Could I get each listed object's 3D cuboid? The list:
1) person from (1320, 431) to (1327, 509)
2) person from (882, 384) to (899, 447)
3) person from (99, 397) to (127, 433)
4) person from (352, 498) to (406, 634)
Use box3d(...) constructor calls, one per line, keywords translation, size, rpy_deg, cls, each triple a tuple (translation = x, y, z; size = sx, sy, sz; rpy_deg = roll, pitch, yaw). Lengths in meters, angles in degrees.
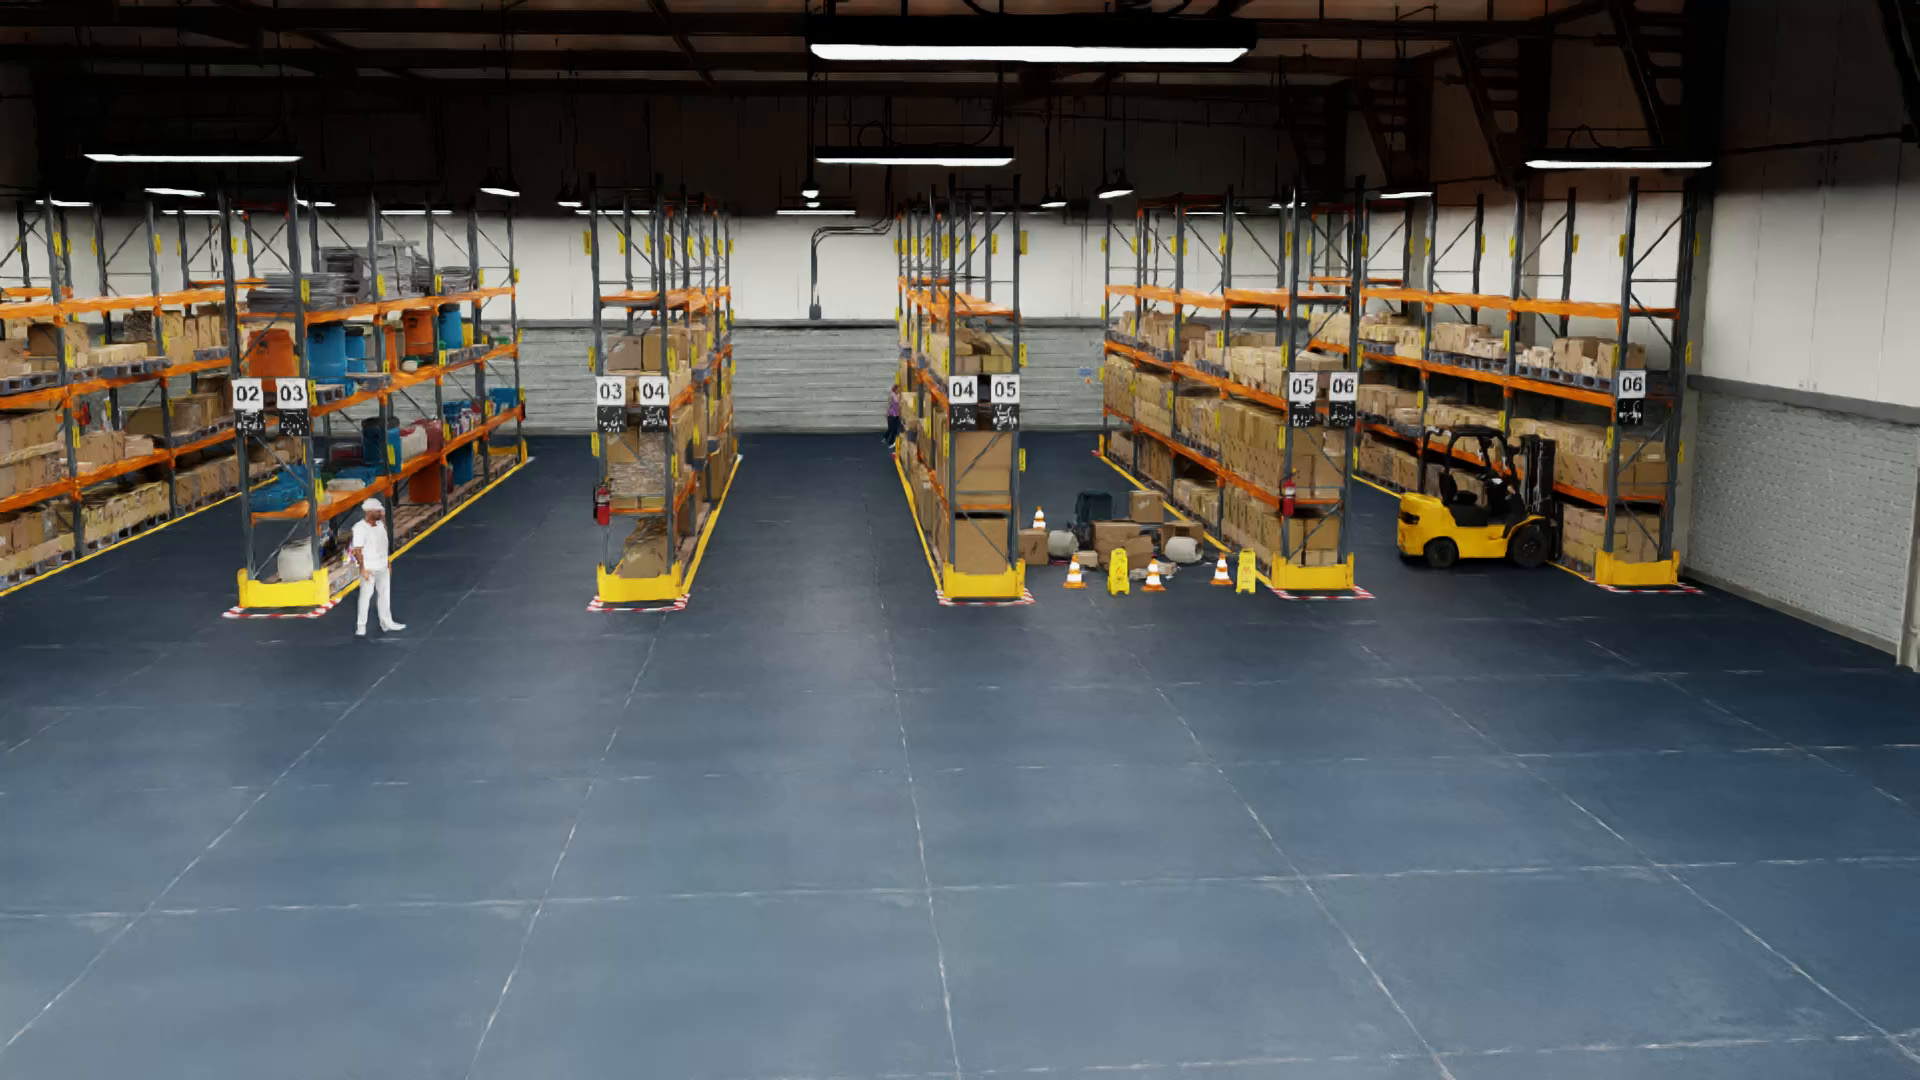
box3d(translation=(6.395, -1.069, 29.525), size=(0.456, 1.786, 0.618), rpy_deg=(-7, 12, -35), cls="person")
box3d(translation=(-1.724, -3.145, 41.967), size=(0.472, 1.589, 0.499), rpy_deg=(-9, 14, -42), cls="person")
box3d(translation=(-18.763, -2.318, 36.820), size=(0.553, 1.709, 1.123), rpy_deg=(0, 10, -2), cls="person")
box3d(translation=(-7.645, 0.338, 21.687), size=(0.464, 1.764, 0.649), rpy_deg=(4, 11, 21), cls="person")
